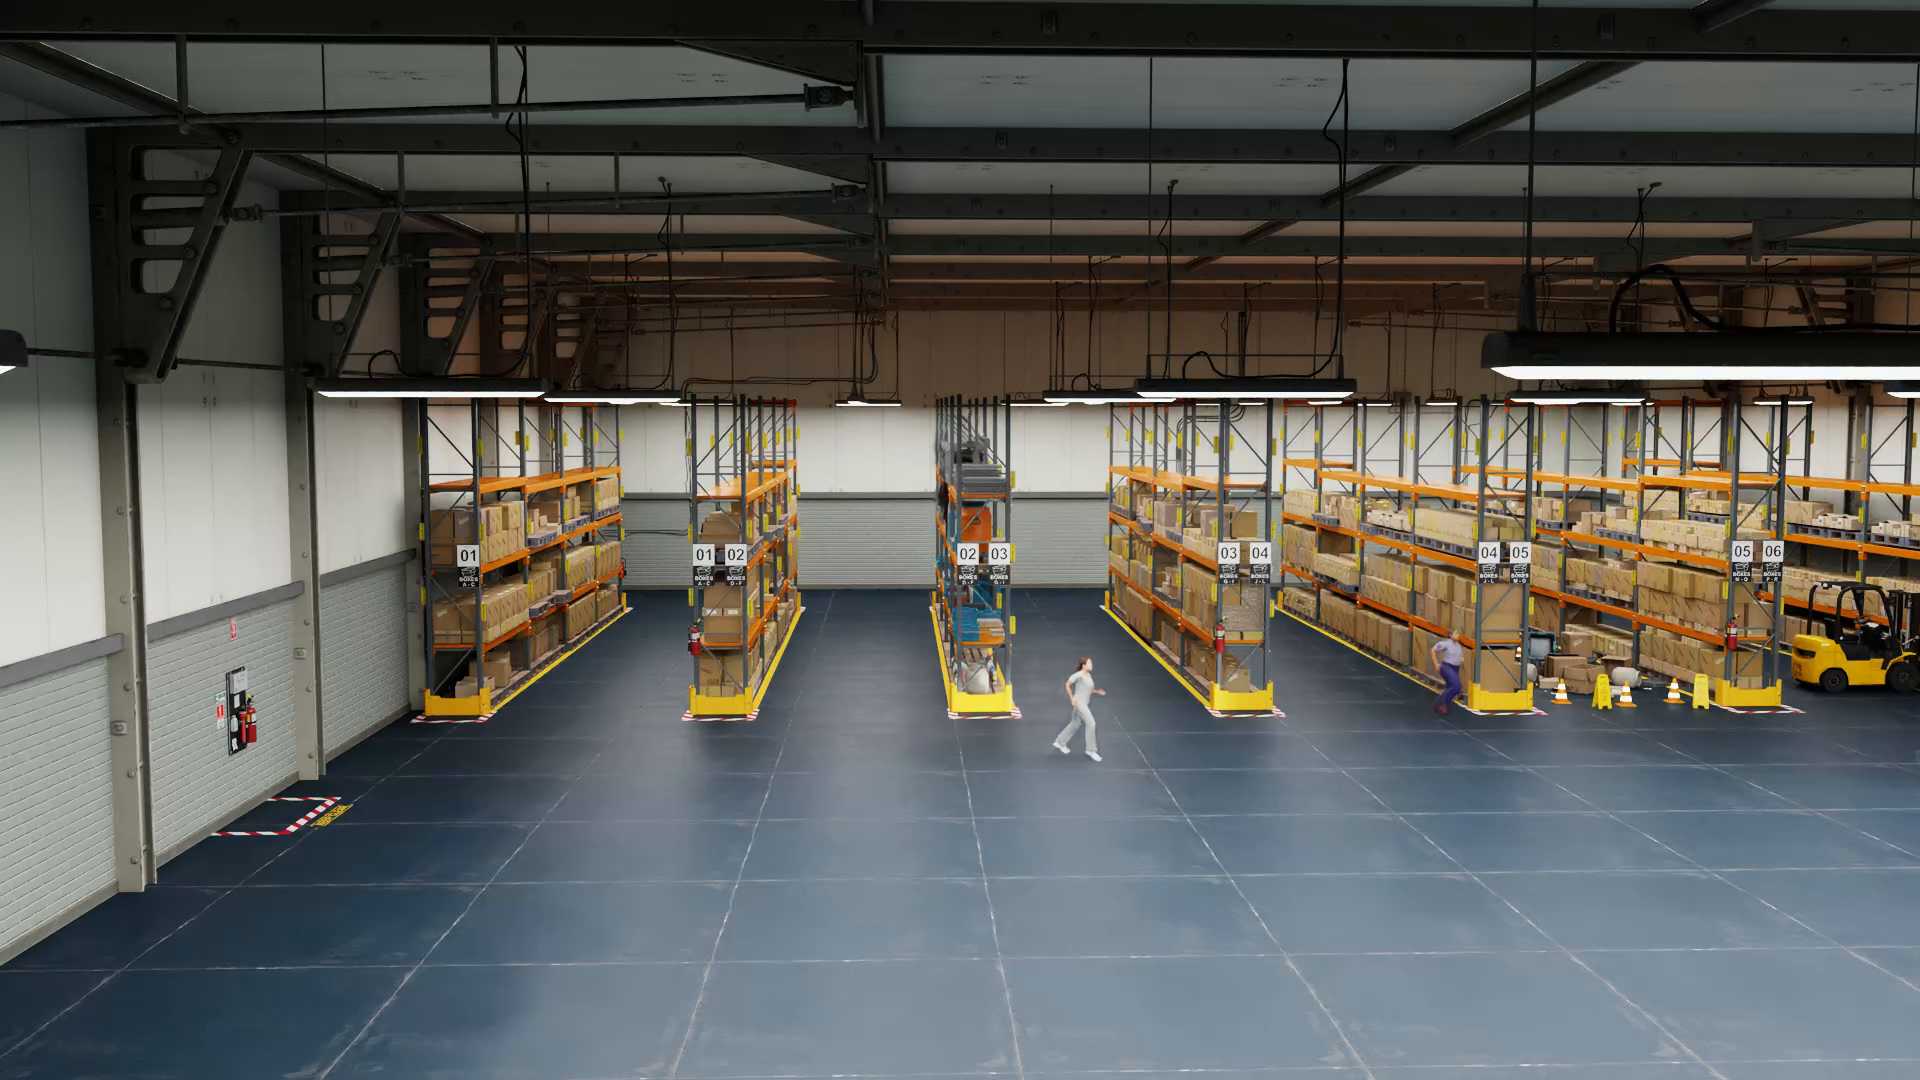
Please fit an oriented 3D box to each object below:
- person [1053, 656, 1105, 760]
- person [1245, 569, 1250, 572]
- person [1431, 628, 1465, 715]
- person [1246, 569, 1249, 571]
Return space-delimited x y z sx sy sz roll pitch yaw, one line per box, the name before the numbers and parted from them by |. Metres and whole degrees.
person | 1.950 2.749 27.325 0.884 1.706 0.497 2 5 19
person | 8.007 1.100 47.907 0.724 1.753 0.620 4 6 38
person | 9.217 2.462 31.199 0.608 1.594 0.633 -4 6 -41
person | 8.495 1.133 48.258 0.604 1.563 0.876 4 6 43
